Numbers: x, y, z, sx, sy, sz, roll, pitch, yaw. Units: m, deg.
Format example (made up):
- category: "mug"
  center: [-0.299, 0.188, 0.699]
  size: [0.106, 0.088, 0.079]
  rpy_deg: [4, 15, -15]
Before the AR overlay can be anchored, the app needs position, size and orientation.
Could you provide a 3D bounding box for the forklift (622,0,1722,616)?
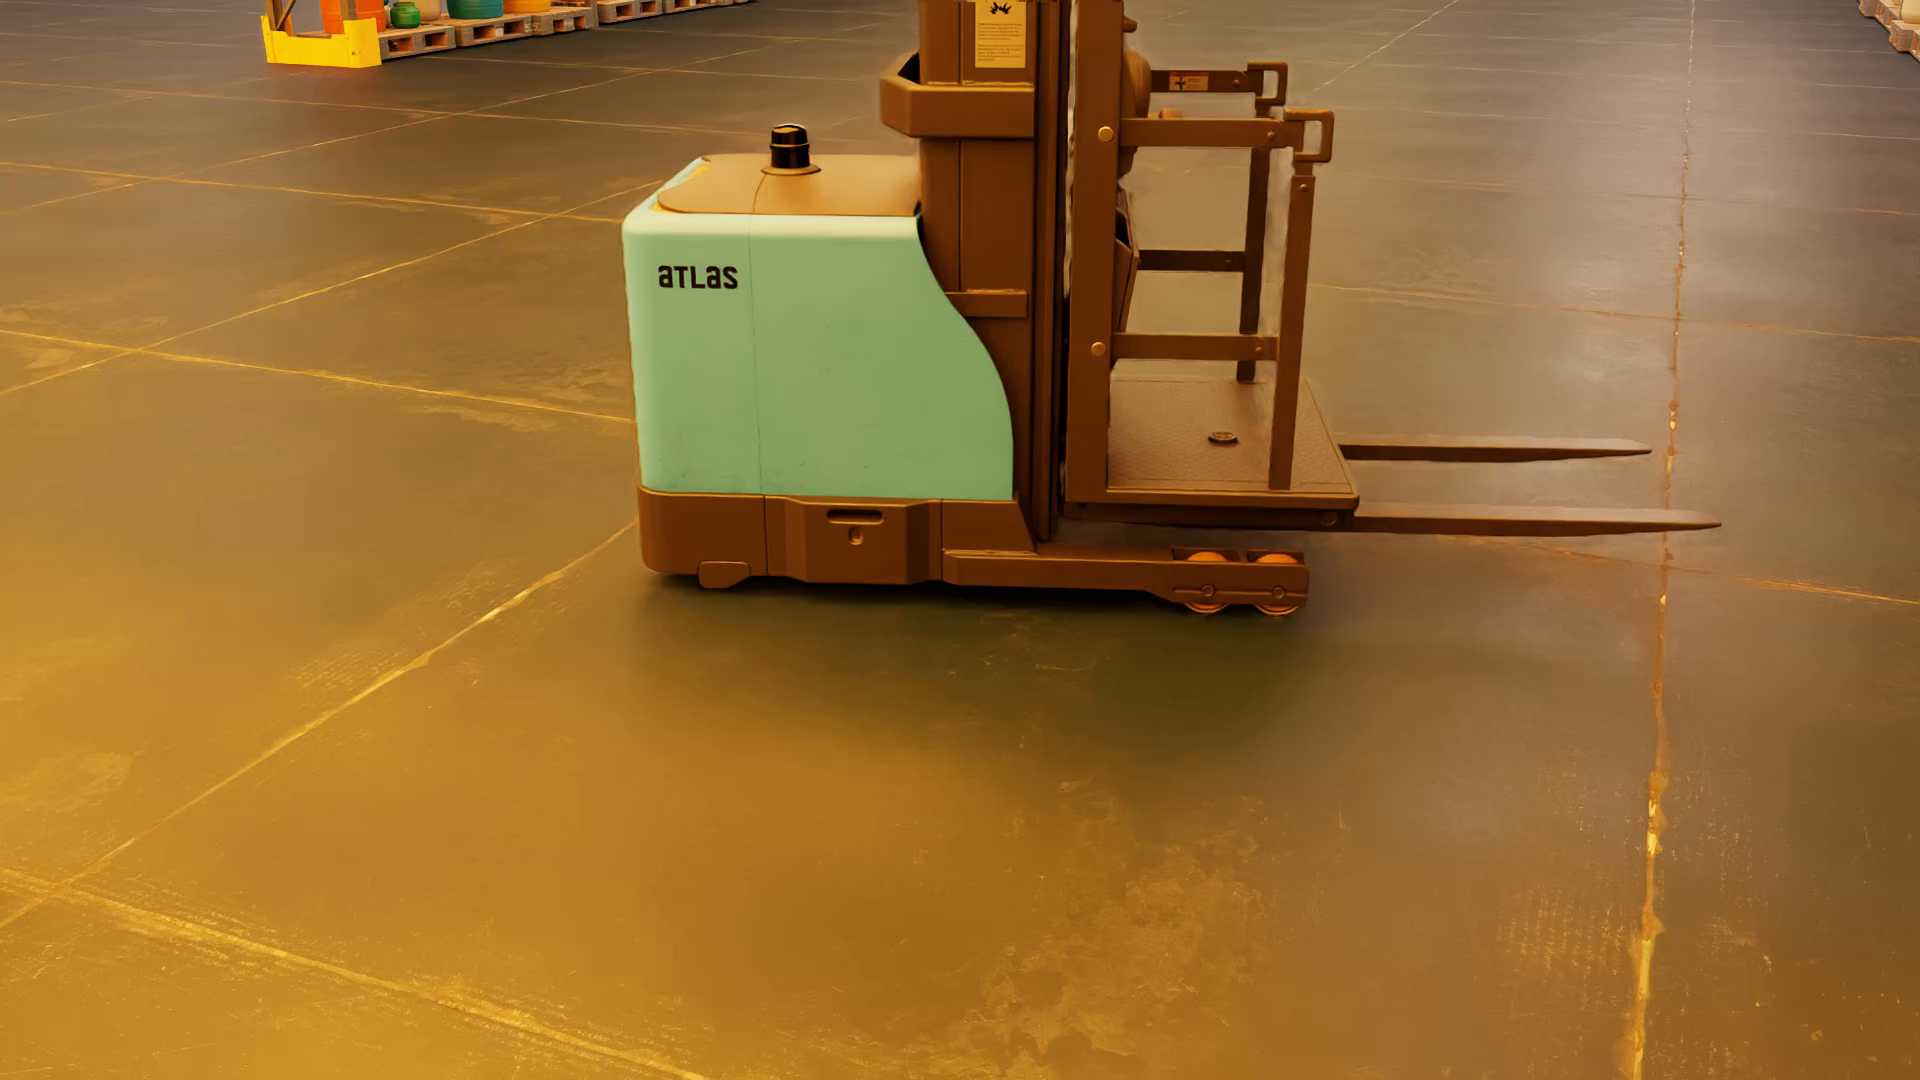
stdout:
- category: "forklift"
  center: [0.629, -1.357, 4.538]
  size: [3.031, 2.935, 1.130]
  rpy_deg: [1, 23, 3]
